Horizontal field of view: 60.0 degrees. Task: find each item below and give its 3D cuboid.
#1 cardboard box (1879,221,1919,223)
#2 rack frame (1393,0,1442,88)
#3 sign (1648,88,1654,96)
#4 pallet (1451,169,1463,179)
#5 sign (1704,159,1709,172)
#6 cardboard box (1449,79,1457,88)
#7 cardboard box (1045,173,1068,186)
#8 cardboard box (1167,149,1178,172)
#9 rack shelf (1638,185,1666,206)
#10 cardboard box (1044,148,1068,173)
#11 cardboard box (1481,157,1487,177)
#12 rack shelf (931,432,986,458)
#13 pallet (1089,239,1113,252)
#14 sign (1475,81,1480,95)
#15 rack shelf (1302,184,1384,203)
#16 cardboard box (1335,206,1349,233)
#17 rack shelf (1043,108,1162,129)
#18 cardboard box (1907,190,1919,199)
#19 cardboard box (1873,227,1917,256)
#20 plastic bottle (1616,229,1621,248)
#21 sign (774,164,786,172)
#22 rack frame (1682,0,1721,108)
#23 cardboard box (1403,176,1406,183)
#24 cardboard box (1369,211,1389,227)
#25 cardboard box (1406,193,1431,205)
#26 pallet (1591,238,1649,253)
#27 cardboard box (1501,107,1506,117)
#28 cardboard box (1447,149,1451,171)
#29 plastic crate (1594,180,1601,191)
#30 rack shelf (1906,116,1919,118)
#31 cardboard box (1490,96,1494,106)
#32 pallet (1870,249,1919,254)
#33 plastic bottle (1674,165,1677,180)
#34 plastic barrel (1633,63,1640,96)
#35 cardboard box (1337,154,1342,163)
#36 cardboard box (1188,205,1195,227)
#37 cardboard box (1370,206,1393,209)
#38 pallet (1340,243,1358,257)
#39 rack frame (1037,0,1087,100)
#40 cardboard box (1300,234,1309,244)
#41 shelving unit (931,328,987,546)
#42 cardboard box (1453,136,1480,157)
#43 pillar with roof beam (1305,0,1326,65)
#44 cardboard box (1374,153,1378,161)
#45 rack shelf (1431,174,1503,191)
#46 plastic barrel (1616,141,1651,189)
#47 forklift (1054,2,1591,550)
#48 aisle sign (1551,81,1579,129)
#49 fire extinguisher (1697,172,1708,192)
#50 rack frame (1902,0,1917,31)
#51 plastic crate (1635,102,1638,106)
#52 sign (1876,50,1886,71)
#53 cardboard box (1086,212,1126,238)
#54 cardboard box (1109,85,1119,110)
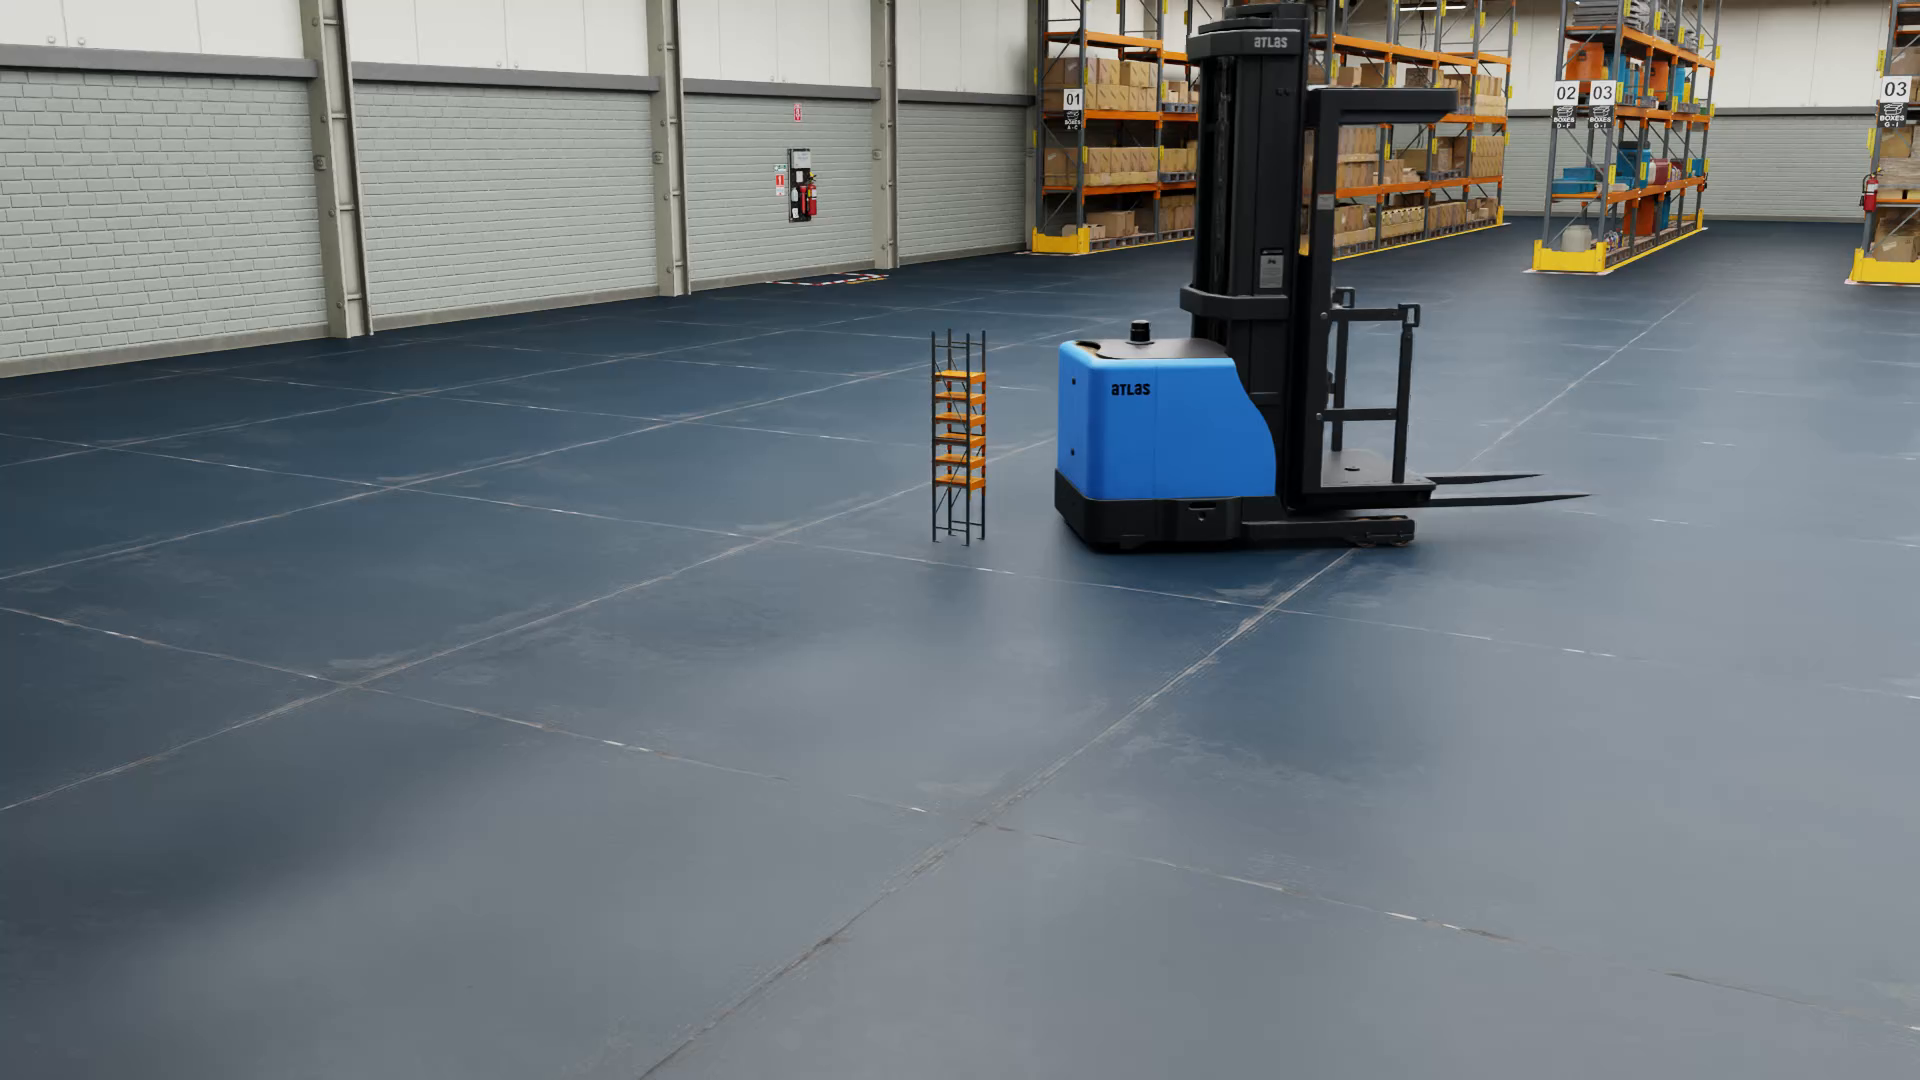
[{"bbox_3d":[17.780,-5.767,31.451,0.700,0.500,0.500,6,15,23],"label":"cardboard box"},{"bbox_3d":[10.211,-11.295,37.183,1.000,3.000,0.127,7,15,28],"label":"rack frame"},{"bbox_3d":[13.088,-8.394,31.531,0.100,0.325,0.005,7,15,28],"label":"sign"},{"bbox_3d":[11.663,-8.954,40.684,1.003,0.211,1.213,7,15,28],"label":"pallet"},{"bbox_3d":[18.902,-9.478,42.100,0.100,0.325,0.005,7,15,28],"label":"sign"},{"bbox_3d":[11.533,-10.724,39.893,0.600,0.600,0.600,7,15,27],"label":"cardboard box"},{"bbox_3d":[2.062,-7.352,33.908,0.500,0.250,0.500,8,16,29],"label":"cardboard box"},{"bbox_3d":[4.491,-8.595,37.633,0.700,0.500,0.500,9,16,34],"label":"cardboard box"},{"bbox_3d":[13.578,-7.056,33.938,1.077,0.370,4.000,7,15,28],"label":"rack shelf"},{"bbox_3d":[2.047,-7.720,33.832,0.500,0.500,0.500,7,15,27],"label":"cardboard box"},{"bbox_3d":[13.118,-9.529,42.446,0.500,0.500,0.500,7,15,28],"label":"cardboard box"},{"bbox_3d":[-0.007,-0.537,9.391,0.258,0.103,0.180,7,15,28],"label":"rack shelf"},{"bbox_3d":[2.466,-6.120,34.470,1.003,0.211,1.213,7,15,28],"label":"pallet"},{"bbox_3d":[12.632,-11.038,40.575,0.100,0.325,0.005,7,15,28],"label":"sign"},{"bbox_3d":[7.310,-6.798,32.865,1.077,0.370,4.000,7,15,28],"label":"rack shelf"},{"bbox_3d":[7.268,-6.261,32.473,0.500,0.500,0.500,7,15,28],"label":"cardboard box"},{"bbox_3d":[2.972,-8.816,34.838,1.077,0.370,4.000,7,15,28],"label":"rack shelf"},{"bbox_3d":[15.360,-5.523,26.580,0.380,0.149,0.250,7,15,28],"label":"cardboard box"},{"bbox_3d":[16.449,-5.228,29.255,0.500,0.500,0.500,-12,18,-41],"label":"cardboard box"},{"bbox_3d":[12.460,-5.718,31.564,0.144,0.351,0.185,7,15,25],"label":"plastic bottle"},{"bbox_3d":[-2.890,-5.979,26.726,0.001,0.109,0.331,7,15,28],"label":"sign"},{"bbox_3d":[18.413,-12.374,41.660,1.000,3.000,0.127,7,15,28],"label":"rack frame"},{"bbox_3d":[9.644,-7.988,36.804,0.380,0.149,0.250,9,16,32],"label":"cardboard box"},{"bbox_3d":[8.695,-6.754,34.925,0.500,0.311,0.500,7,15,28],"label":"cardboard box"},{"bbox_3d":[10.972,-8.183,39.869,0.500,0.250,0.500,7,15,27],"label":"cardboard box"},{"bbox_3d":[13.546,-6.057,34.207,1.003,0.211,1.213,7,15,28],"label":"pallet"},{"bbox_3d":[14.061,-11.270,43.800,0.500,0.250,0.500,7,15,28],"label":"cardboard box"},{"bbox_3d":[11.344,-9.082,39.697,0.700,0.500,0.500,3,14,14],"label":"cardboard box"},{"bbox_3d":[11.708,-6.646,31.154,0.450,0.188,0.662,7,15,28],"label":"plastic crate"},{"bbox_3d":[19.848,-8.774,34.663,1.077,0.370,4.000,7,15,28],"label":"rack shelf"},{"bbox_3d":[13.331,-11.206,42.467,0.500,0.250,0.500,7,15,28],"label":"cardboard box"},{"bbox_3d":[17.322,-5.239,30.814,1.003,0.211,1.213,7,15,28],"label":"pallet"},{"bbox_3d":[16.321,-8.387,38.029,0.144,0.351,0.185,7,15,28],"label":"plastic bottle"},{"bbox_3d":[13.300,-9.095,33.389,0.600,0.901,0.708,7,15,28],"label":"plastic barrel"},{"bbox_3d":[7.093,-7.314,31.875,0.380,0.149,0.250,7,15,27],"label":"cardboard box"},{"bbox_3d":[5.219,-7.691,39.432,0.700,0.500,0.500,7,15,28],"label":"cardboard box"},{"bbox_3d":[9.454,-7.336,37.335,0.500,0.311,0.500,7,15,27],"label":"cardboard box"},{"bbox_3d":[7.267,-5.793,33.110,1.003,0.211,1.213,7,15,28],"label":"pallet"},{"bbox_3d":[2.005,-10.214,32.700,1.000,3.000,0.127,7,15,28],"label":"rack frame"},{"bbox_3d":[6.797,-5.689,31.703,0.500,0.250,0.500,7,15,28],"label":"cardboard box"},{"bbox_3d":[-0.007,-0.580,9.381,0.258,1.200,0.189,7,15,28],"label":"shelving unit"},{"bbox_3d":[12.619,-9.799,41.430,0.500,0.500,0.500,8,16,29],"label":"cardboard box"},{"bbox_3d":[14.057,-13.661,46.997,9.100,9.000,0.548,7,15,28],"label":"pillar with roof beam"},{"bbox_3d":[8.333,-7.842,34.063,0.380,0.149,0.250,7,15,28],"label":"cardboard box"},{"bbox_3d":[13.111,-9.260,43.077,1.077,0.370,4.000,7,15,28],"label":"rack shelf"},{"bbox_3d":[13.063,-7.284,32.279,0.600,0.901,0.708,7,15,28],"label":"plastic barrel"},{"bbox_3d":[2.130,-1.503,9.515,3.031,2.935,1.130,-2,14,-7],"label":"forklift"},{"bbox_3d":[10.383,-7.458,28.521,0.394,0.787,0.004,7,15,28],"label":"aisle sign"},{"bbox_3d":[18.883,-9.218,42.331,0.296,0.674,0.183,7,15,28],"label":"fire extinguisher"},{"bbox_3d":[22.748,-11.813,39.333,1.000,3.000,0.127,7,15,28],"label":"rack frame"},{"bbox_3d":[12.189,-7.951,30.275,0.243,0.136,0.396,7,15,28],"label":"plastic crate"},{"bbox_3d":[14.537,-7.570,26.242,0.100,0.325,0.005,7,15,28],"label":"sign"},{"bbox_3d":[3.093,-6.690,35.277,0.700,0.500,0.500,6,15,25],"label":"cardboard box"},{"bbox_3d":[2.924,-9.068,34.089,0.500,0.500,0.500,8,16,31],"label":"cardboard box"}]
